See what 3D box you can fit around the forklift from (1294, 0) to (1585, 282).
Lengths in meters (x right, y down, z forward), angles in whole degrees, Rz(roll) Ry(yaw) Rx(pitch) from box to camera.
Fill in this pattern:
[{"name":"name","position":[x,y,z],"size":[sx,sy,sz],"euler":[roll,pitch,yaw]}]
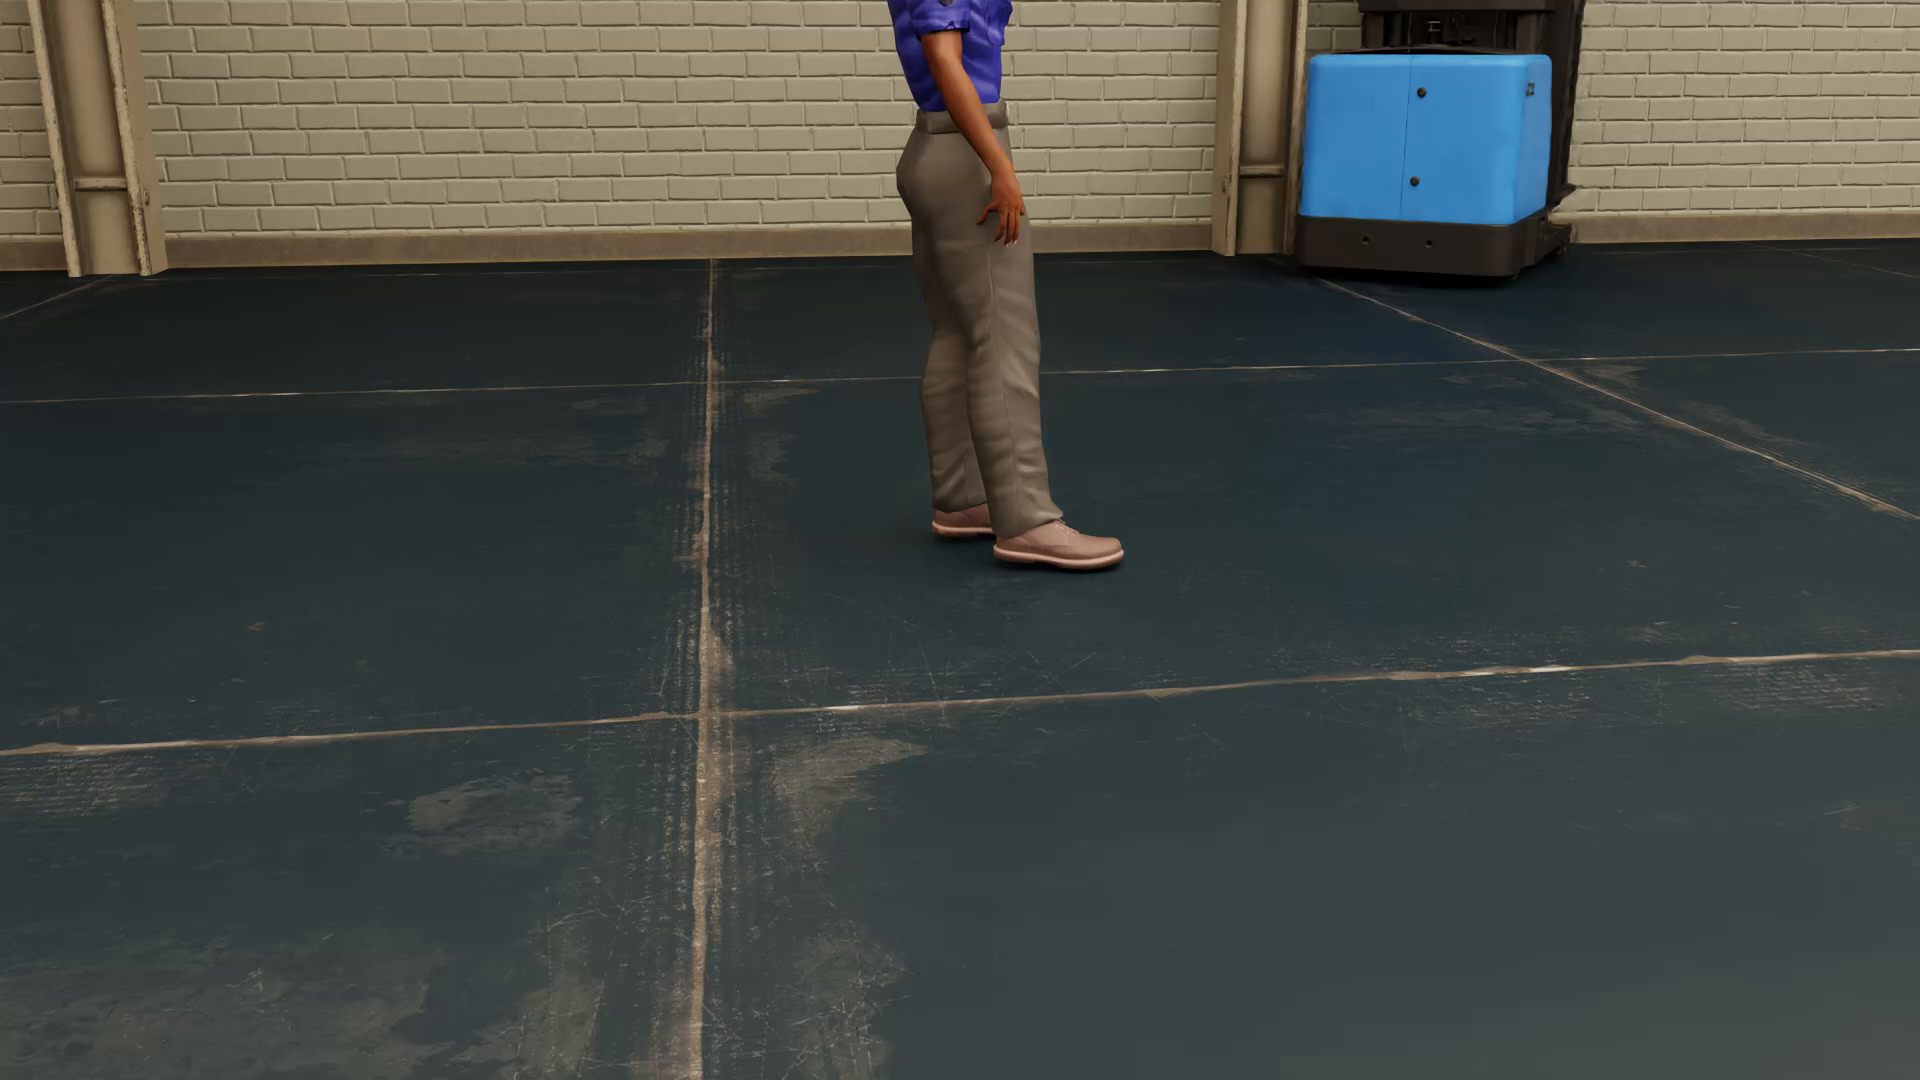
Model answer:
[{"name":"forklift","position":[2.786,-3.020,8.909],"size":[1.130,2.935,3.031],"euler":[8,19,26]}]

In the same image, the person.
[{"name":"person","position":[0.089,-0.797,3.718],"size":[0.504,1.654,0.569],"euler":[-2,17,-8]}]
